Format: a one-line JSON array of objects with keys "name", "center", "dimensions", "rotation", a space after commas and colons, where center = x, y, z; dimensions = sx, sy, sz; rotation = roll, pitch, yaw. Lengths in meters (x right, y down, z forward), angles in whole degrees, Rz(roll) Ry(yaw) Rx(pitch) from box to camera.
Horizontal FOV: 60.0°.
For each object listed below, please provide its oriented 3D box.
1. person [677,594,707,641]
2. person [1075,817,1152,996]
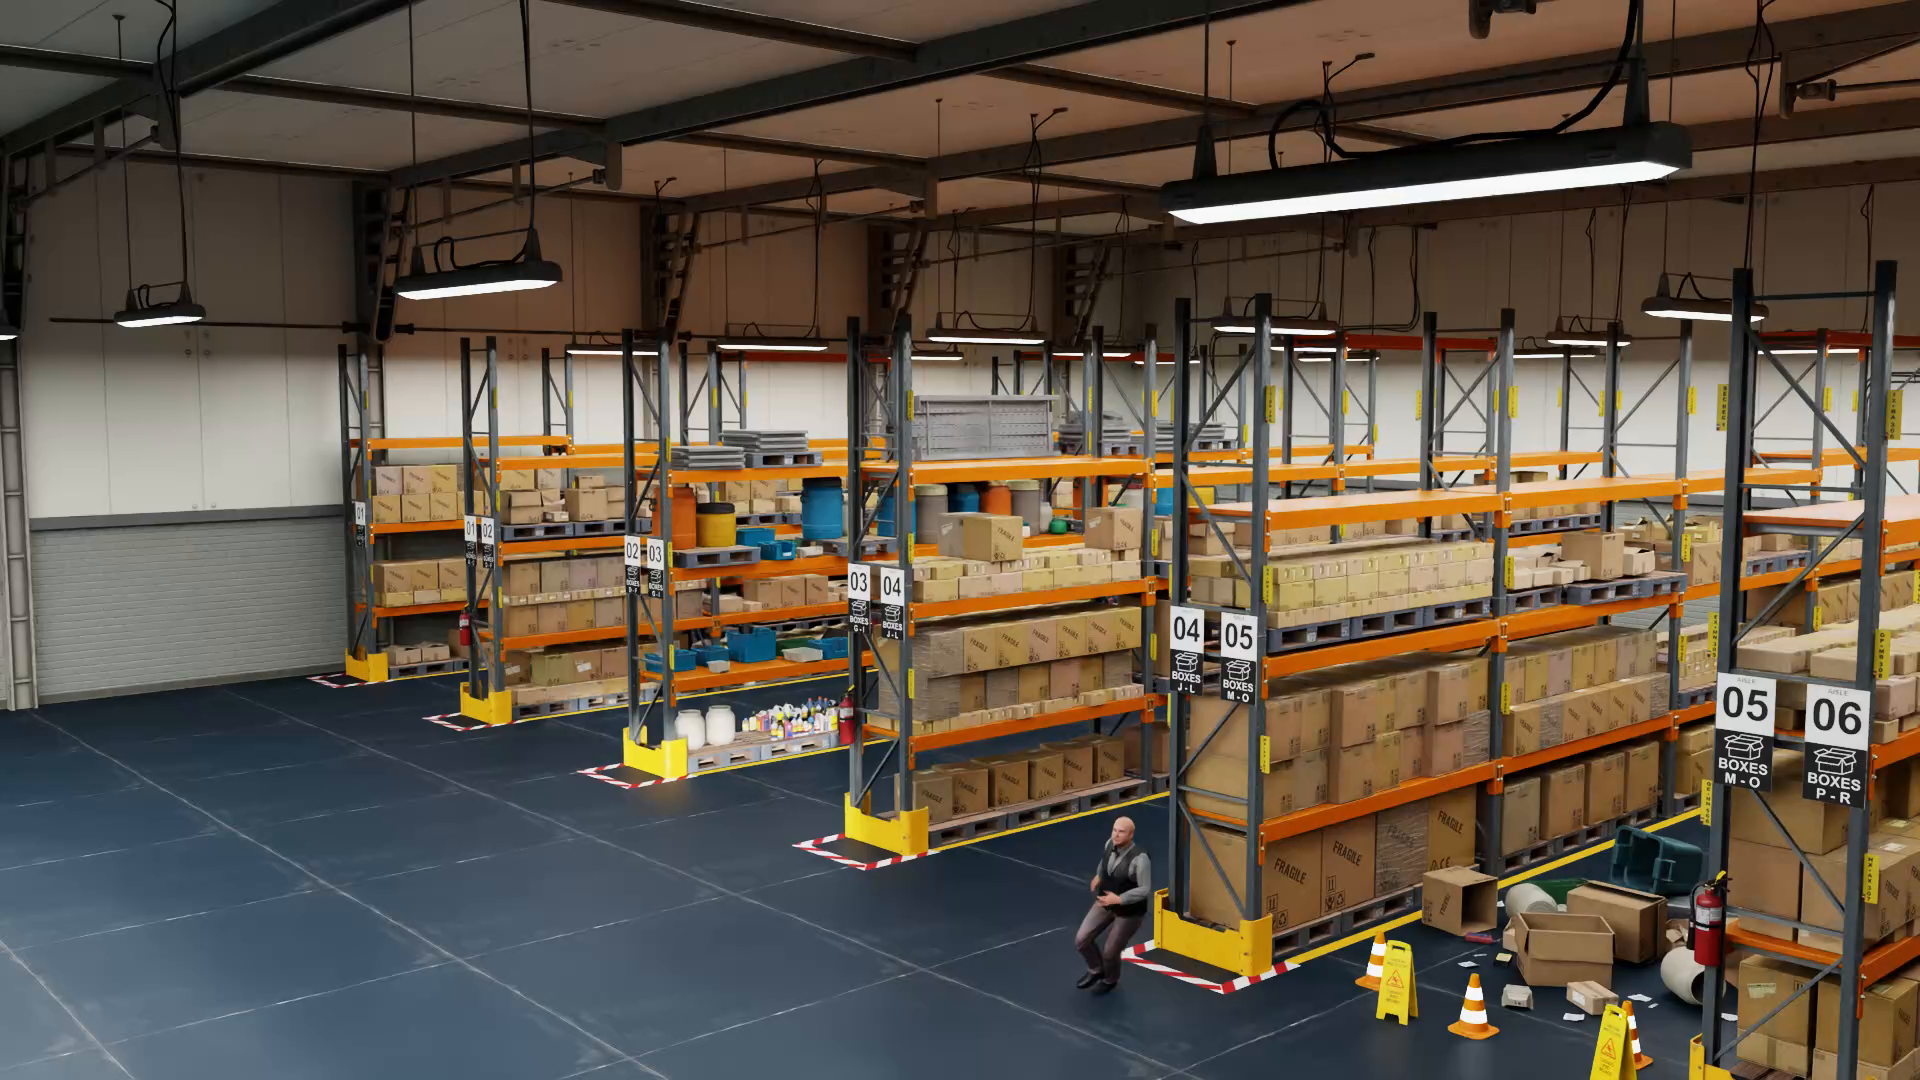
[{"name": "person", "center": [-5.049, 1.541, 31.593], "dimensions": [0.530, 1.666, 0.795], "rotation": [4, 6, 38]}, {"name": "person", "center": [1.289, 3.112, 14.008], "dimensions": [0.814, 1.630, 0.695], "rotation": [4, 6, 38]}]
